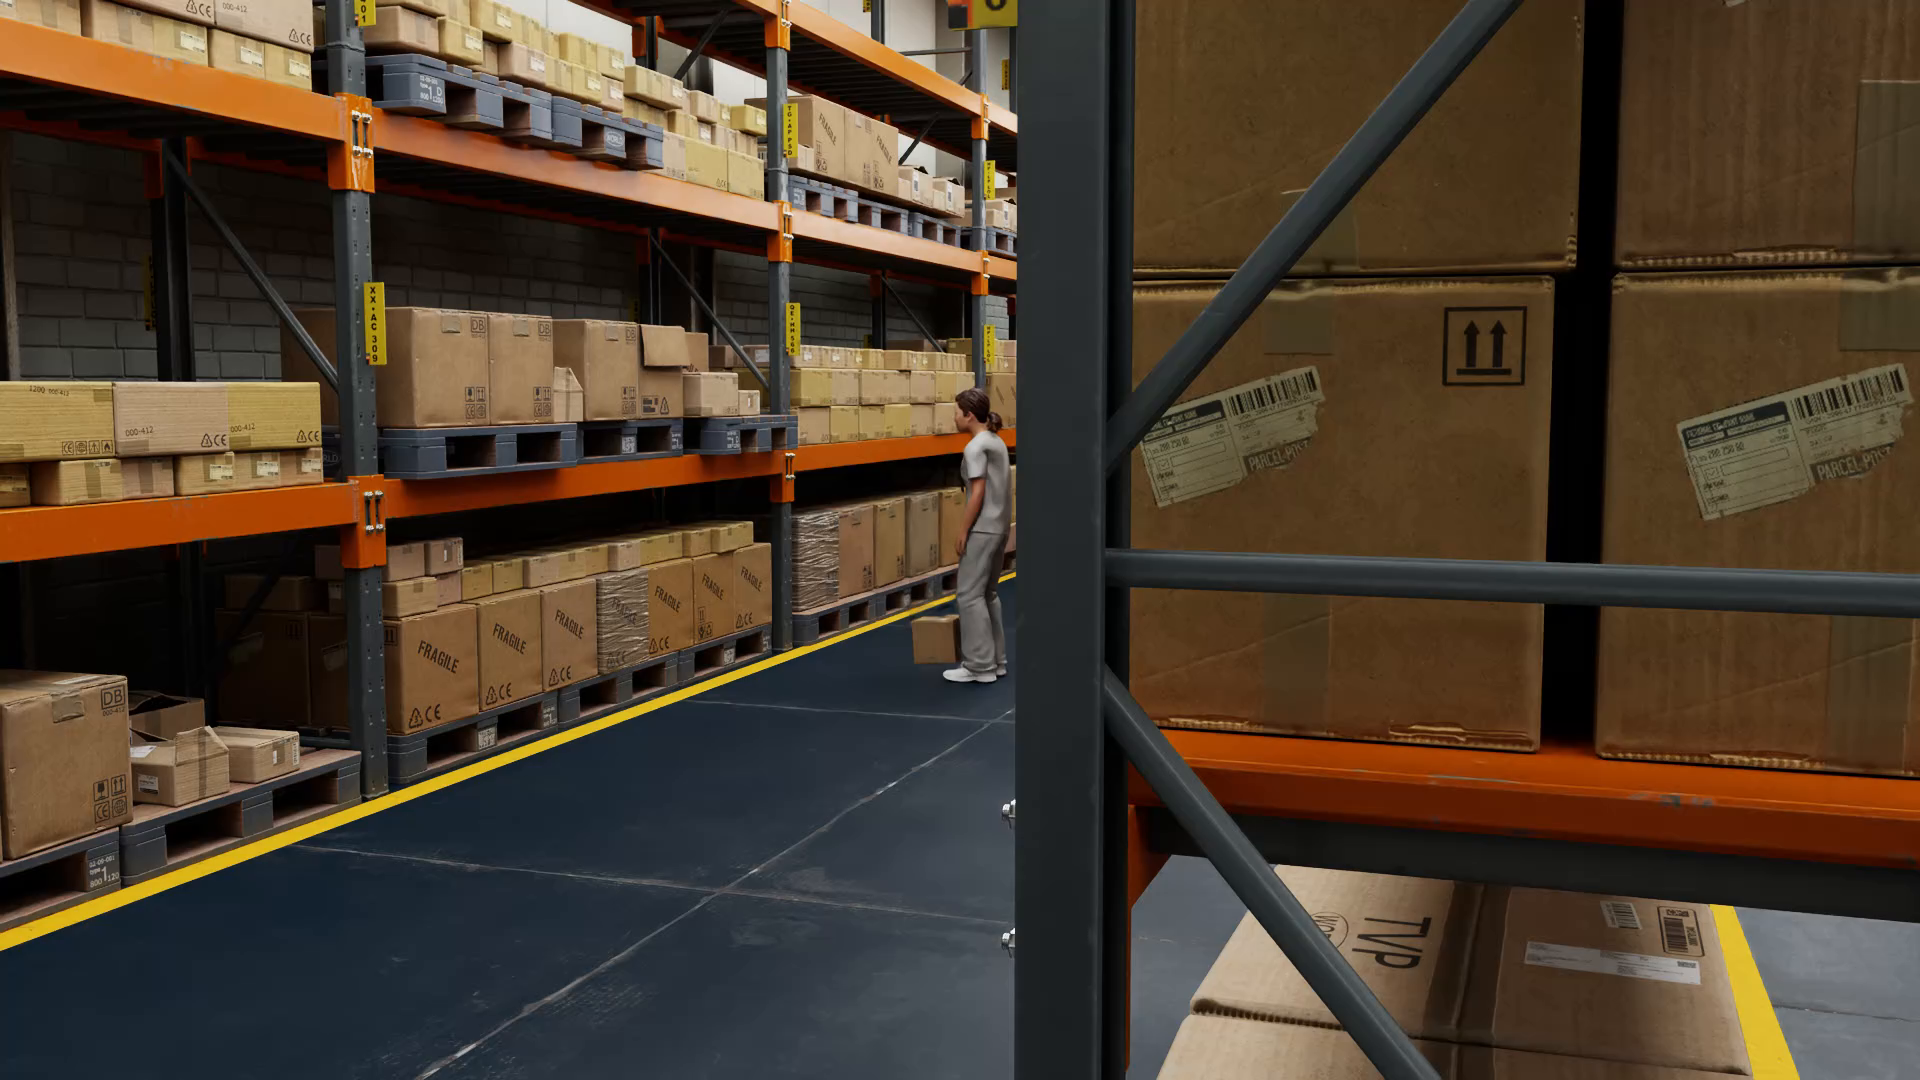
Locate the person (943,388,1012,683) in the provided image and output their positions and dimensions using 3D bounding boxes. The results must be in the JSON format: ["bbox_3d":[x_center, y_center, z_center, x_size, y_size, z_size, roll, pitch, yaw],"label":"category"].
[{"bbox_3d":[0.112,-0.031,9.540,0.360,1.674,0.483,2,6,17],"label":"person"}]
